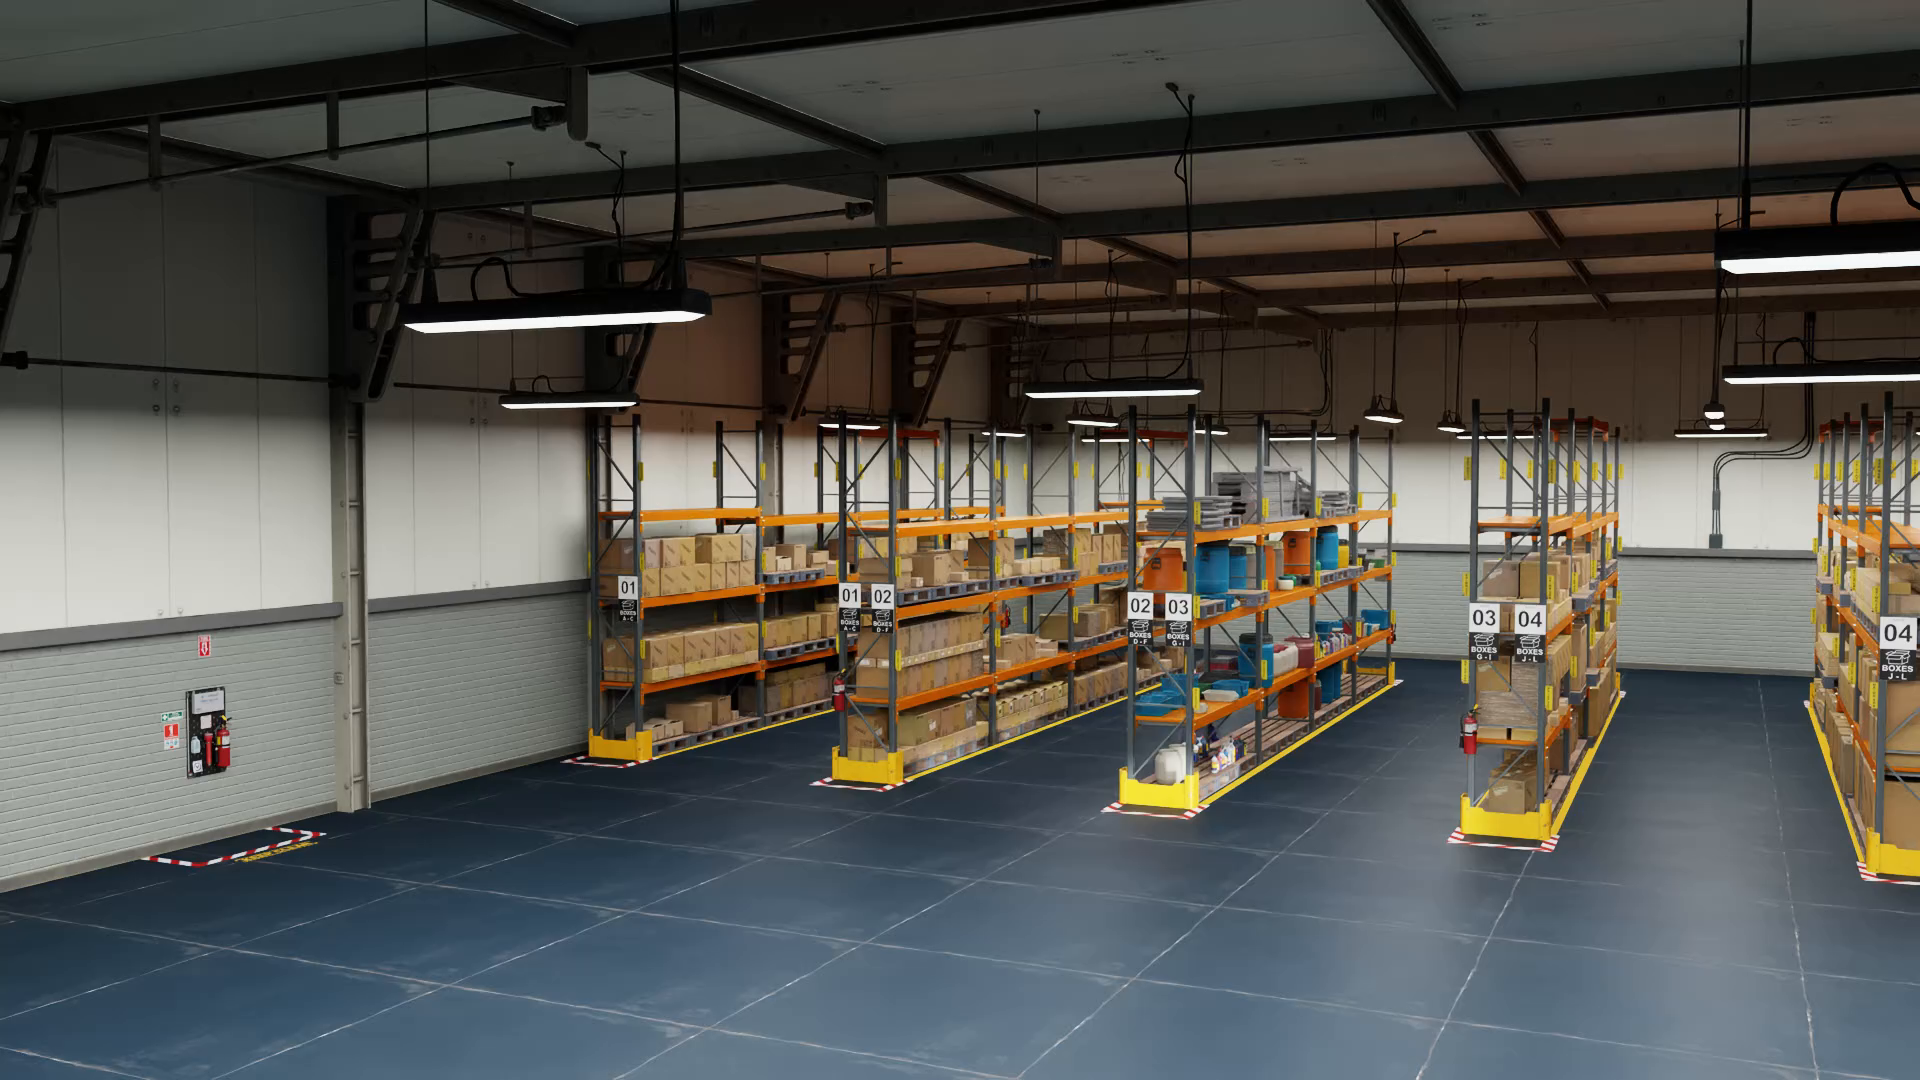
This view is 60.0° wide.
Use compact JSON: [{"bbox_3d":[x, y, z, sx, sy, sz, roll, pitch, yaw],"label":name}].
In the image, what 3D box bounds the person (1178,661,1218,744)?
[{"bbox_3d":[4.230,2.961,29.824,0.886,1.585,0.614,1,2,16],"label":"person"}]
